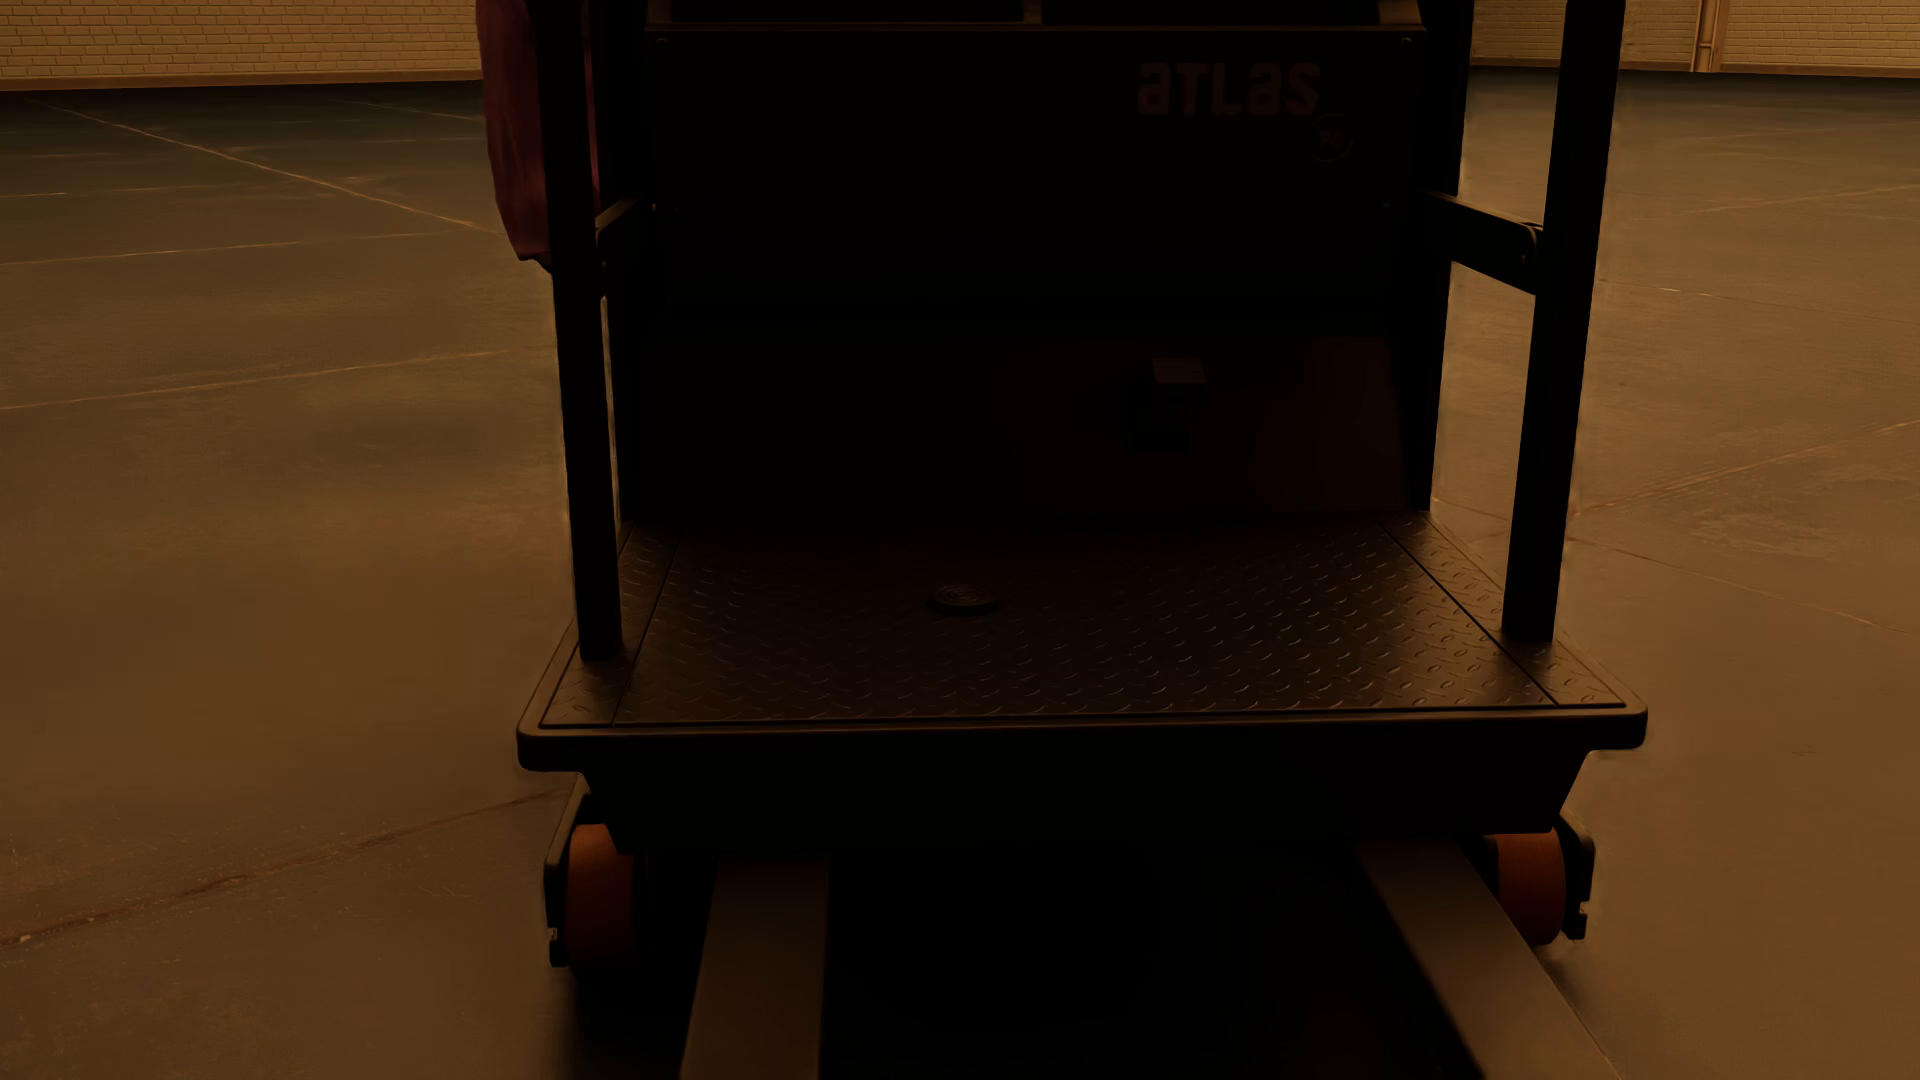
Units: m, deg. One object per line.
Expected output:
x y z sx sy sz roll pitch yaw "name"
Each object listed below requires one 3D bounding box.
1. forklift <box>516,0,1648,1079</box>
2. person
0.103 -1.025 1.688 1.130 2.935 3.031 -1 18 -3 "forklift"
-0.565 -0.733 3.385 0.753 1.381 0.742 -13 22 -36 "person"
